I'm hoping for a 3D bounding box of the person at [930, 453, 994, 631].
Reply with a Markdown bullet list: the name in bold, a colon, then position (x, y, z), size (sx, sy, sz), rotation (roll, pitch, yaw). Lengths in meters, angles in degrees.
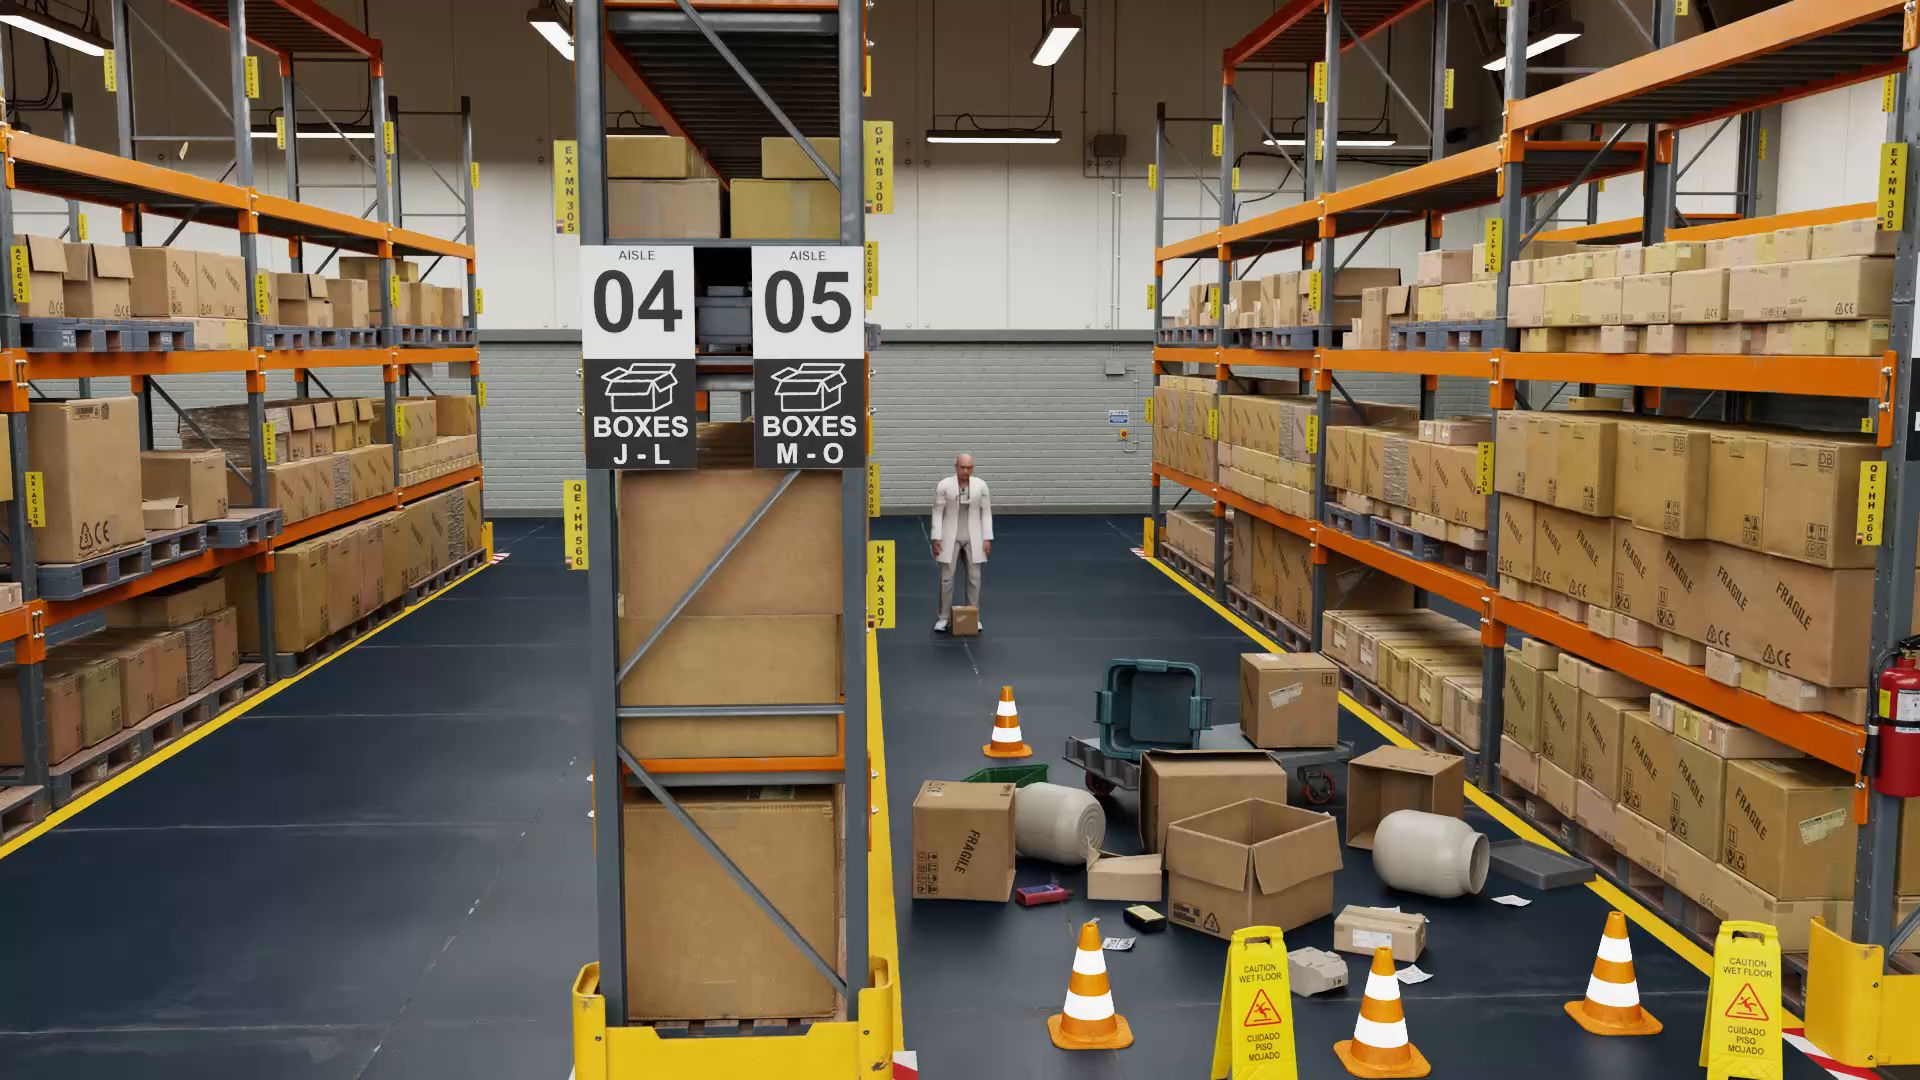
- **person**: position (0.021, 0.015, 16.680), size (0.640, 1.772, 0.428), rotation (-1, 7, -6)
